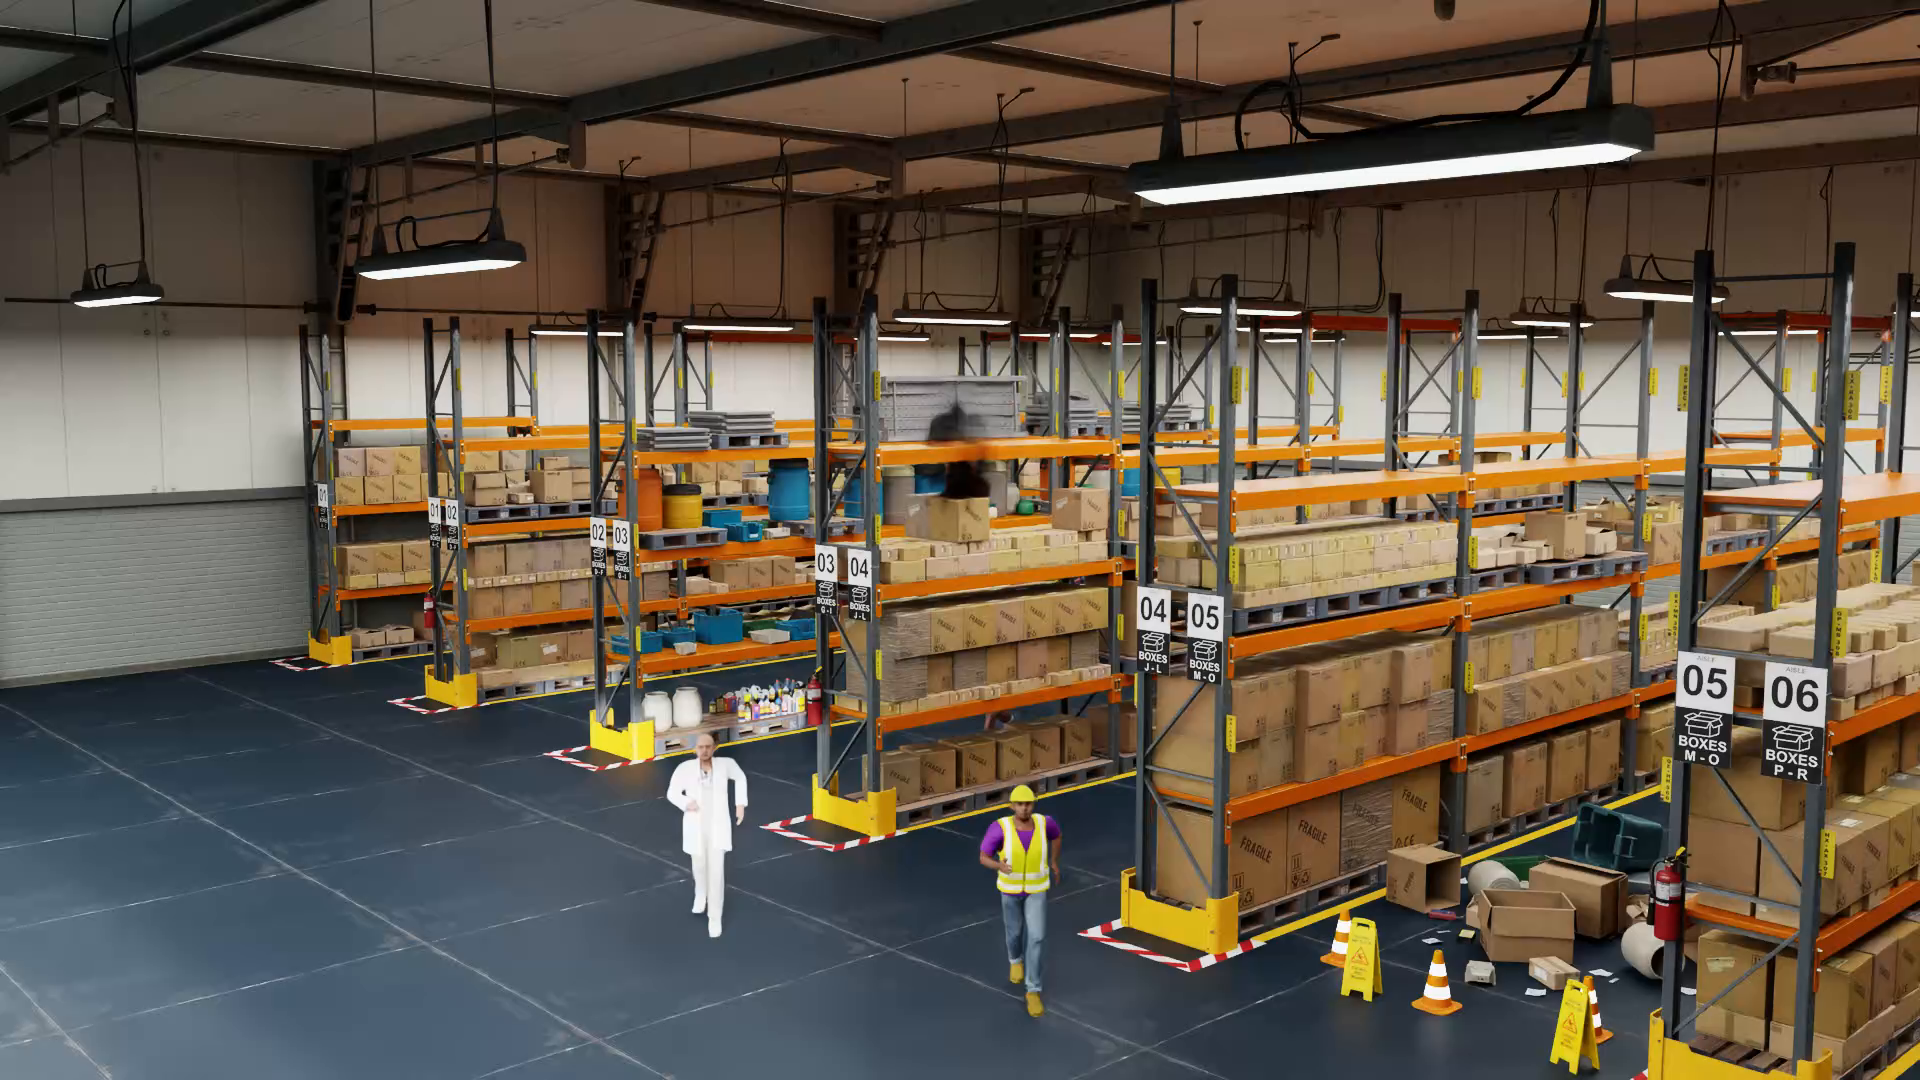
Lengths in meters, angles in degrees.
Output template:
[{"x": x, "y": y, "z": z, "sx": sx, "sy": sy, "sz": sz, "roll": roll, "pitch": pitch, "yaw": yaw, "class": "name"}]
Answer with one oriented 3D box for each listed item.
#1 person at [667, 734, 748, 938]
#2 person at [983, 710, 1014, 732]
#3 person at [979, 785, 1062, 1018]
[{"x": -2.361, "y": 2.712, "z": 15.585, "sx": 0.736, "sy": 1.845, "sz": 0.887, "roll": -1, "pitch": 6, "yaw": -5, "class": "person"}, {"x": 0.501, "y": 2.140, "z": 23.072, "sx": 0.579, "sy": 1.422, "sz": 0.922, "roll": 4, "pitch": 7, "yaw": 36, "class": "person"}, {"x": 0.500, "y": 2.891, "z": 13.666, "sx": 0.687, "sy": 1.799, "sz": 0.890, "roll": 0, "pitch": 6, "yaw": 1, "class": "person"}]
